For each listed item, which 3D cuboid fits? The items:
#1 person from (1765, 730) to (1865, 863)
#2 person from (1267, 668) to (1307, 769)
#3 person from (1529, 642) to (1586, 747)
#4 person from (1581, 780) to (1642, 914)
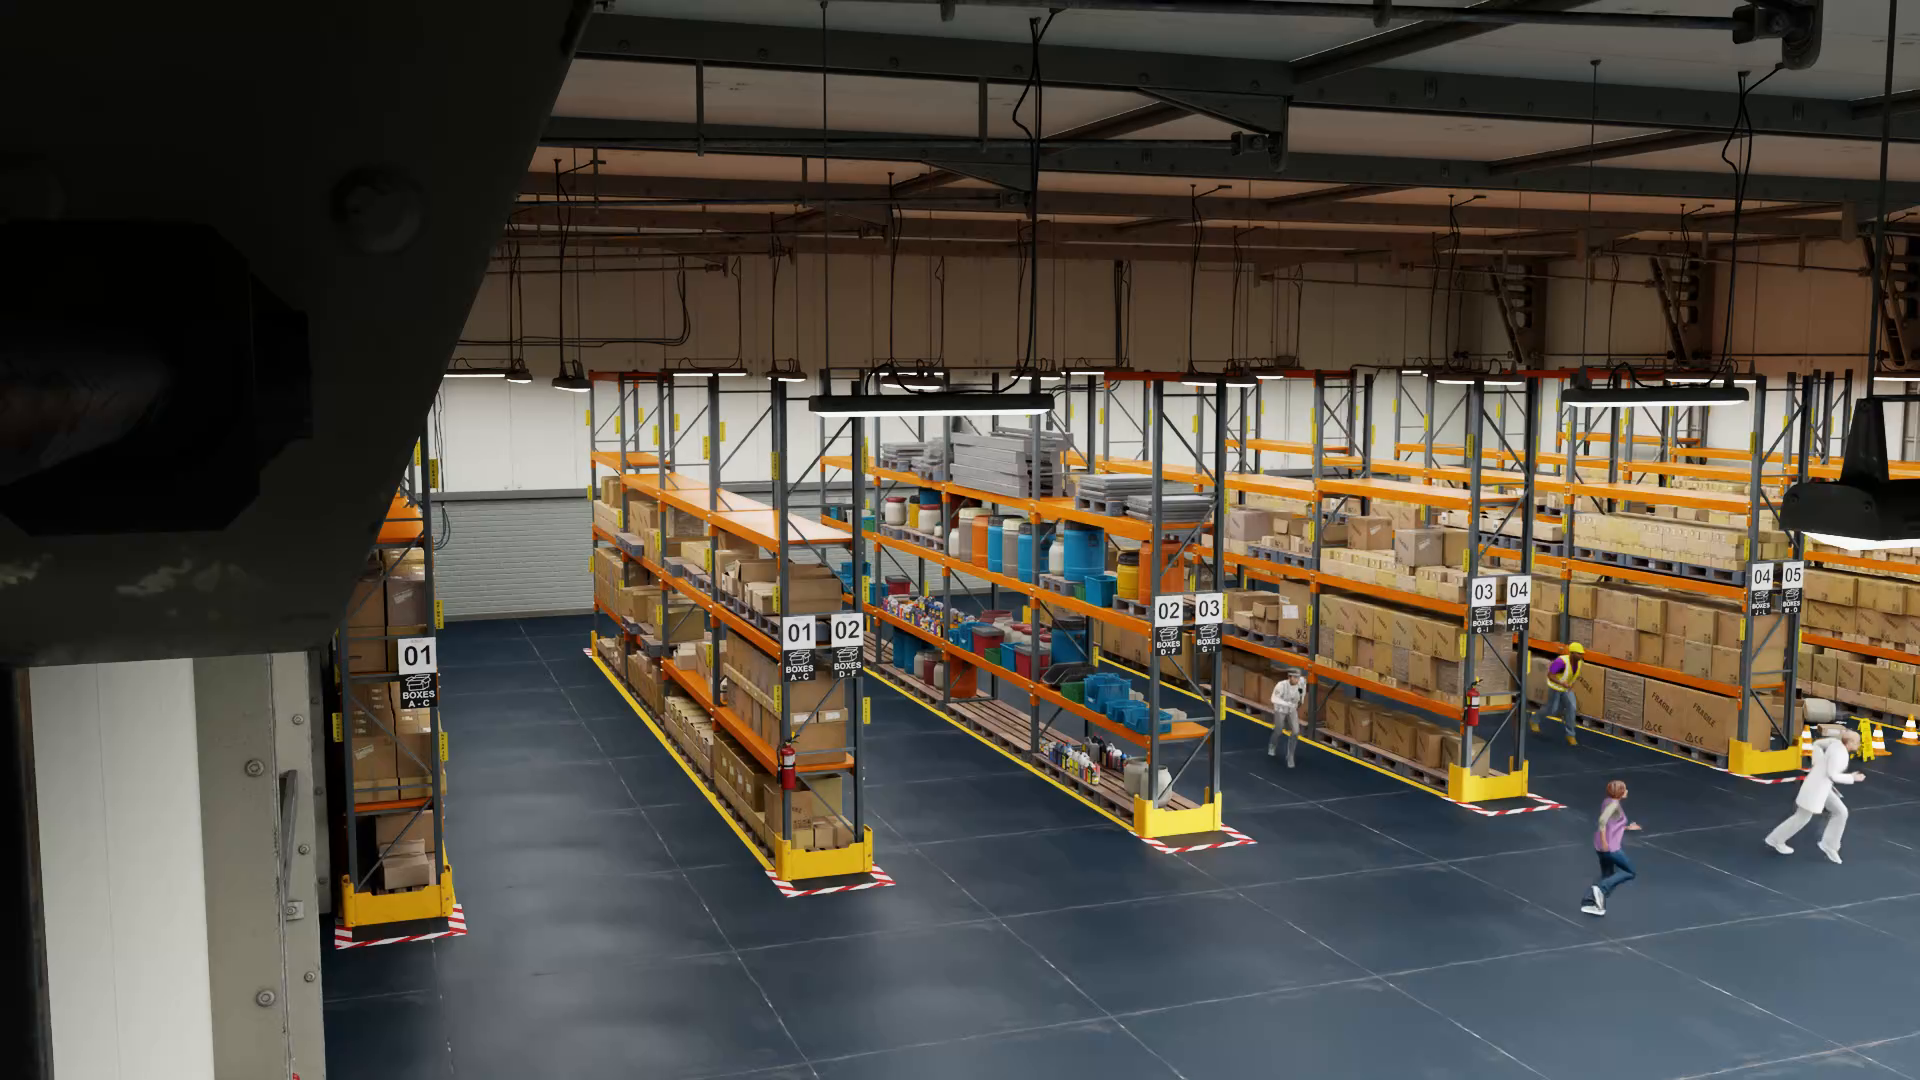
[{"bbox_3d":[10.733,3.205,20.878,1.073,1.733,0.752,3,7,26],"label":"person"},{"bbox_3d":[5.045,2.710,25.750,0.653,1.612,0.949,-1,7,-13],"label":"person"},{"bbox_3d":[9.800,2.477,27.278,0.744,1.712,1.057,-4,7,-30],"label":"person"},{"bbox_3d":[7.339,3.511,18.736,0.642,1.442,0.524,1,6,6],"label":"person"}]
